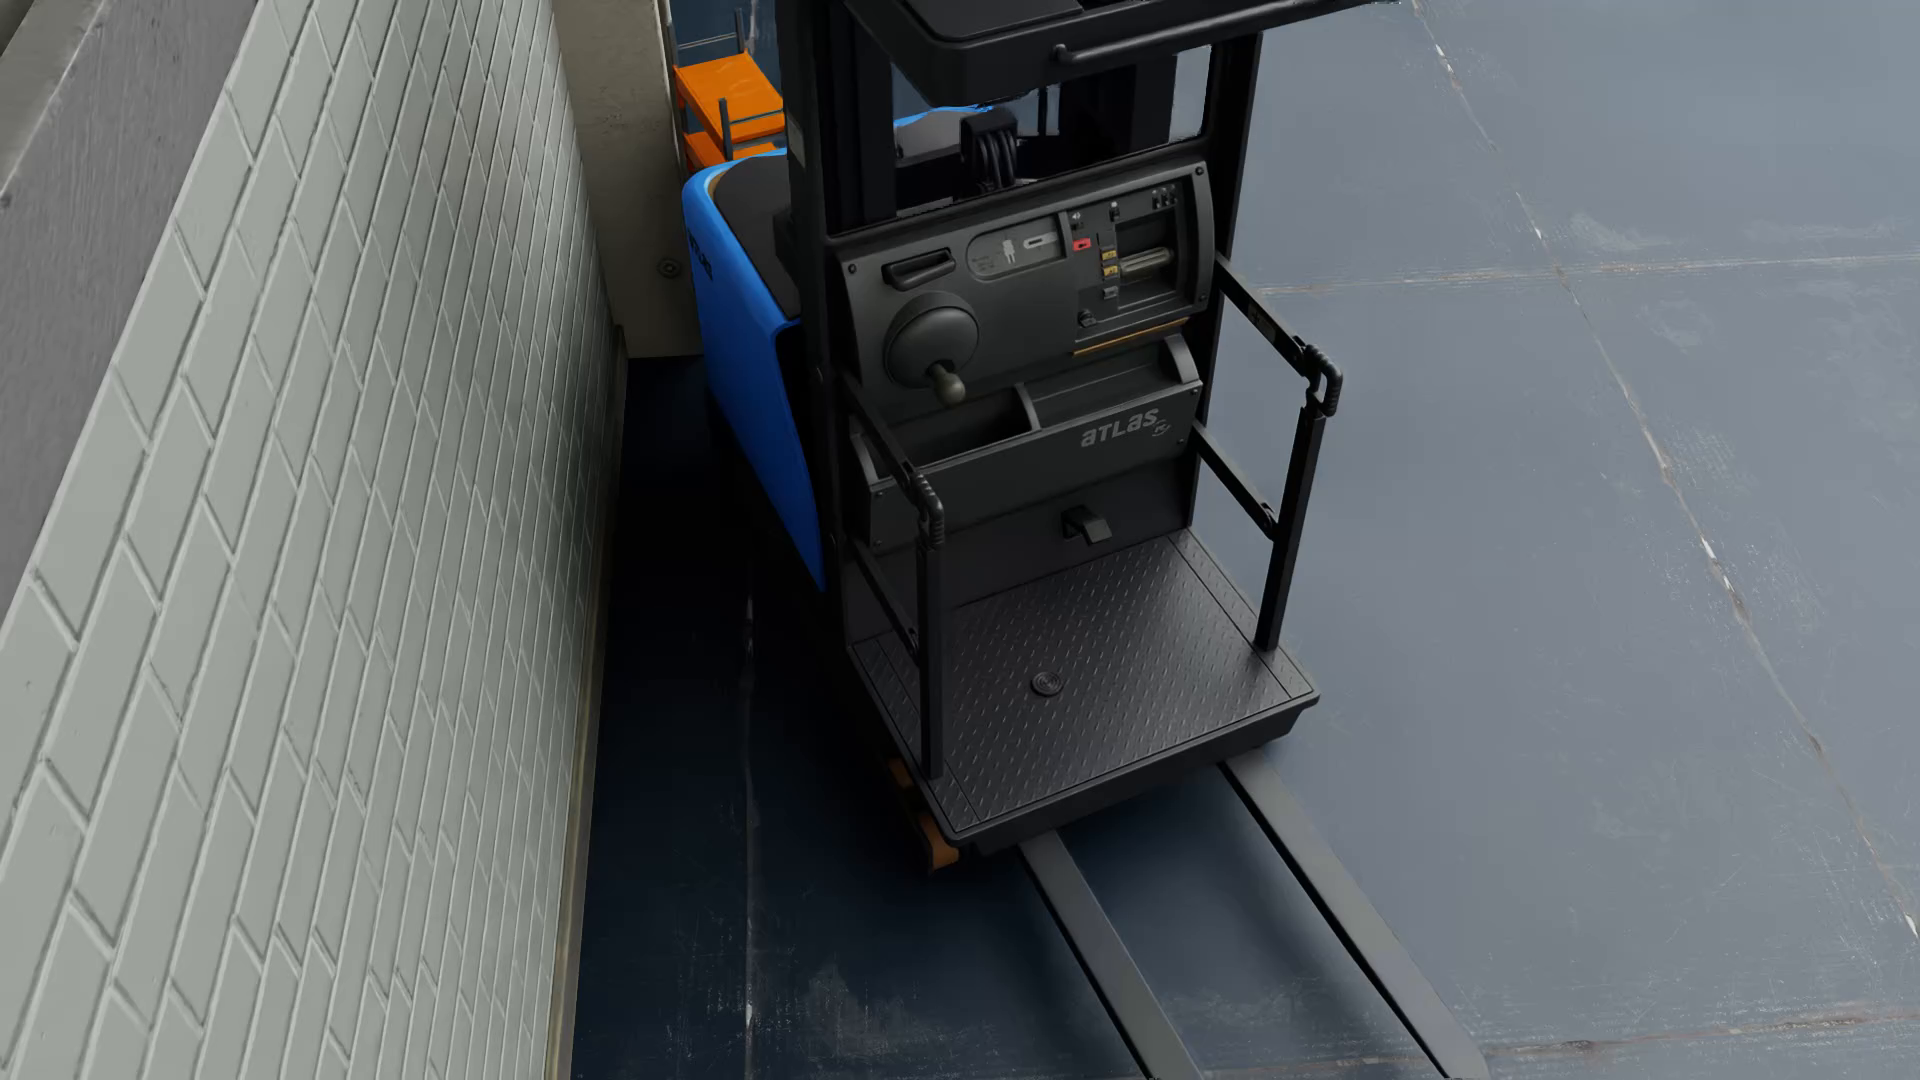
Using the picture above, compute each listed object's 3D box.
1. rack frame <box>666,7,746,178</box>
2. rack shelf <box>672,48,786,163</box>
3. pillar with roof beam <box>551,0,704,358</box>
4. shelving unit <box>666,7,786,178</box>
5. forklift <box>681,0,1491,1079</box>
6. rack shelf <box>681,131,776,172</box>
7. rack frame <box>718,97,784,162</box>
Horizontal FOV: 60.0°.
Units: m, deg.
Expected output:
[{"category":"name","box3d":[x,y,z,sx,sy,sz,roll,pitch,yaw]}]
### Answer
[{"category":"rack frame","box3d":[-0.783,-1.193,5.553,0.240,1.200,0.015,-19,48,-17]},{"category":"rack shelf","box3d":[-0.684,-1.312,5.117,0.258,0.148,0.480,-19,48,-17]},{"category":"pillar with roof beam","box3d":[3.222,-4.148,2.980,9.100,9.000,0.400,-3,47,-3]},{"category":"shelving unit","box3d":[-0.680,-1.036,5.396,0.258,1.200,0.503,-19,48,-17]},{"category":"forklift","box3d":[0.265,-0.504,3.708,1.130,2.935,3.031,-19,49,-17]},{"category":"rack shelf","box3d":[-0.682,-1.146,5.285,0.258,0.148,0.480,-19,48,-17]},{"category":"rack frame","box3d":[-0.577,-0.880,5.240,0.240,1.200,0.015,-19,48,-17]}]
